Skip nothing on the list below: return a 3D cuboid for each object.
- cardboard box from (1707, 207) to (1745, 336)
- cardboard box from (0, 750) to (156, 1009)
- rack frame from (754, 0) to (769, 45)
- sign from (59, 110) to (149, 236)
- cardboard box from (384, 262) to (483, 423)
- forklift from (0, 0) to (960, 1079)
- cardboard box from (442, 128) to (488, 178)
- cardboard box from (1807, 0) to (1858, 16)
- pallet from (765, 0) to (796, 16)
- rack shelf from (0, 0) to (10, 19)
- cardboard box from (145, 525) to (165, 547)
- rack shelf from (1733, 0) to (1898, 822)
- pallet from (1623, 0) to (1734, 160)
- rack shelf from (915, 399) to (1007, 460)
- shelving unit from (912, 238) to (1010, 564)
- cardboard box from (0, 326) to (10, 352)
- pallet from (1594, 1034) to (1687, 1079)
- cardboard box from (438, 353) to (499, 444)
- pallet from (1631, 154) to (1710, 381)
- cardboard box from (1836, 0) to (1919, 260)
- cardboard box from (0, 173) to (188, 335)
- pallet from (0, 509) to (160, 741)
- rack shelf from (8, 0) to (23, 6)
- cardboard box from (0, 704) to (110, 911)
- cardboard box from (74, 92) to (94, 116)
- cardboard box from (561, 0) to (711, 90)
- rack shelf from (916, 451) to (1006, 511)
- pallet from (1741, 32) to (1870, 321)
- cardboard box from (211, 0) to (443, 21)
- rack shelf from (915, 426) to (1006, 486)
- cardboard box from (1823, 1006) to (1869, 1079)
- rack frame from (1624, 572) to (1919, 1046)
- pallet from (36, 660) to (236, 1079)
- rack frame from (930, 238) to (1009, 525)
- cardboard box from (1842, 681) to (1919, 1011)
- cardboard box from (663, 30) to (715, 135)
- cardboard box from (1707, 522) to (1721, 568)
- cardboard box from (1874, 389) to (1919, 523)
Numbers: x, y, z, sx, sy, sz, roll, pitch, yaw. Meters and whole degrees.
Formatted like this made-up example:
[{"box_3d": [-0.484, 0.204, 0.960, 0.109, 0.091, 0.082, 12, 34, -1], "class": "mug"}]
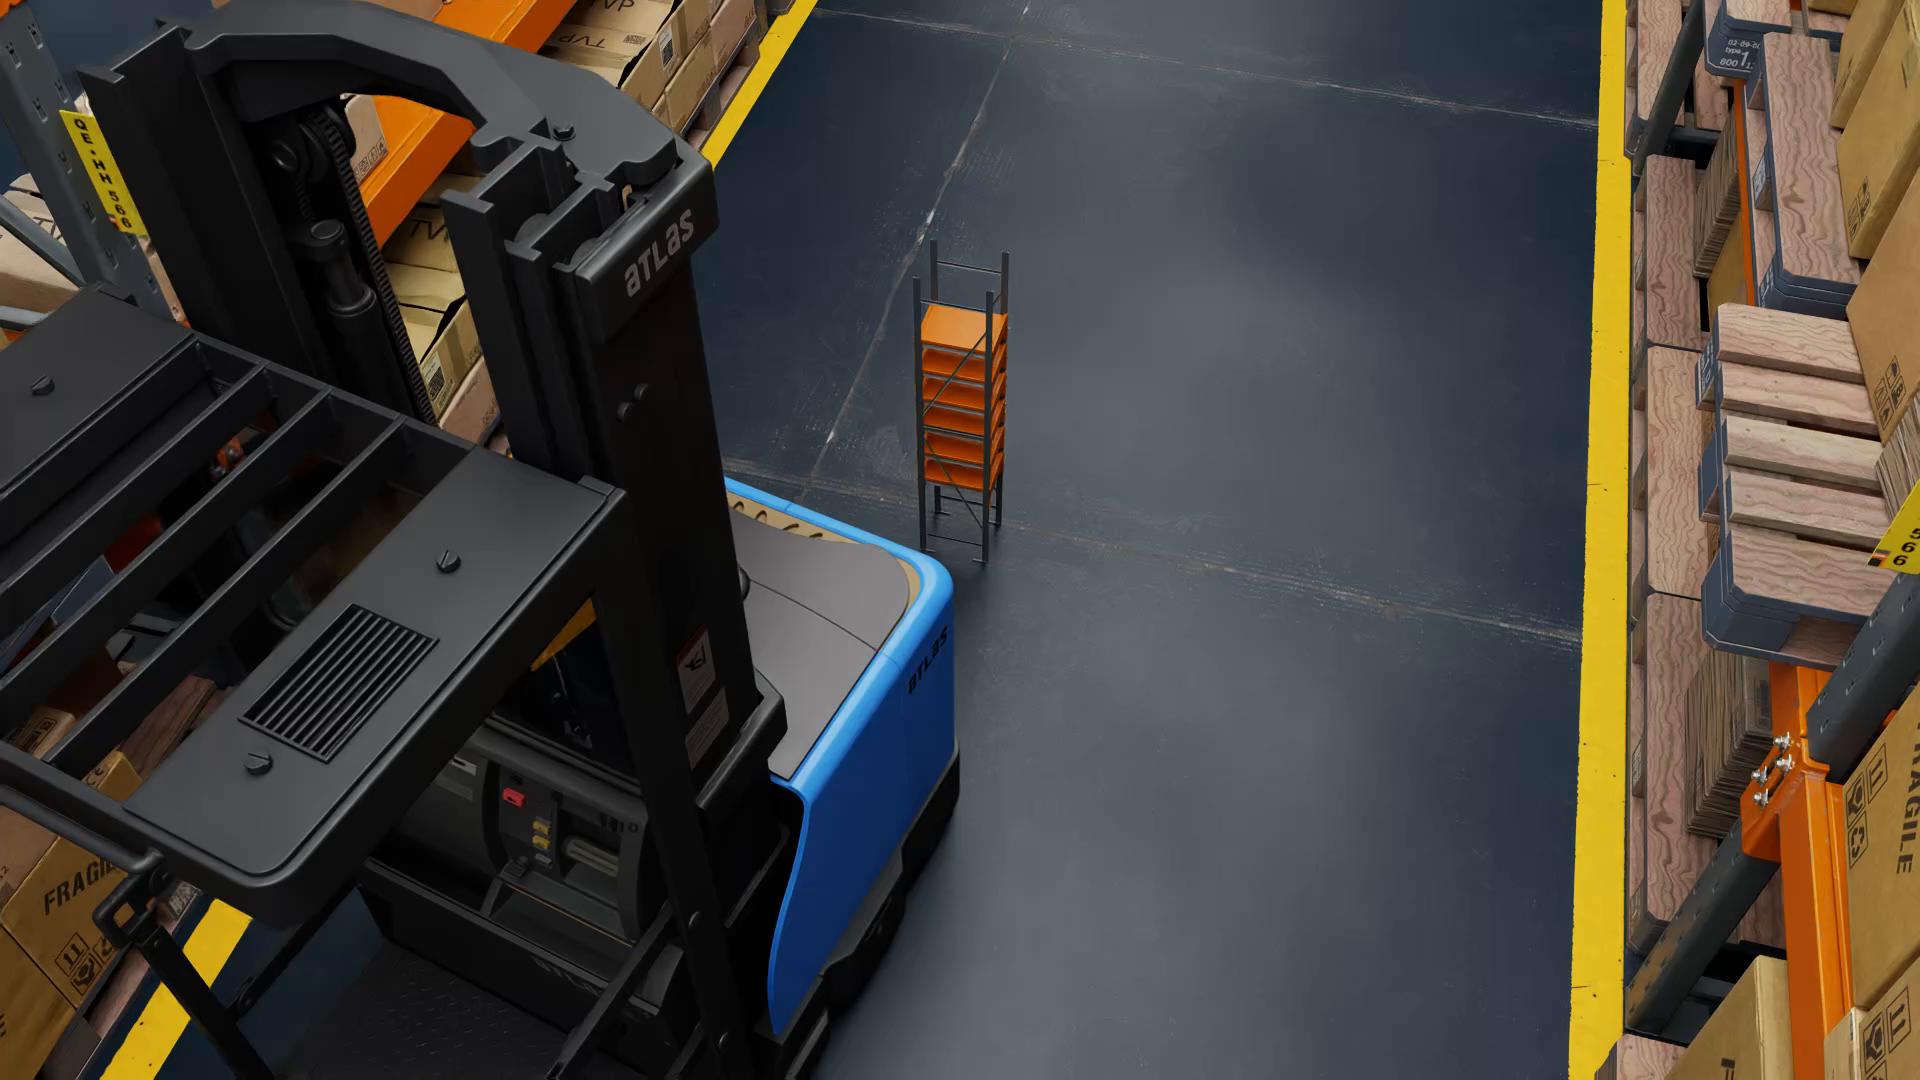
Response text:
[{"box_3d": [3.109, -0.886, 5.905, 0.700, 0.500, 0.500, 11, 49, 9], "class": "cardboard box"}, {"box_3d": [-2.478, 0.836, 4.385, 0.500, 0.500, 0.500, 13, 50, 12], "class": "cardboard box"}, {"box_3d": [-1.406, -3.462, 6.805, 1.000, 3.000, 0.127, 12, 50, 10], "class": "rack frame"}, {"box_3d": [-1.933, -0.825, 3.758, 0.100, 0.325, 0.005, 12, 50, 10], "class": "sign"}, {"box_3d": [-1.907, -0.686, 5.534, 0.500, 0.311, 0.500, 10, 49, 9], "class": "cardboard box"}, {"box_3d": [-1.121, 0.626, 3.243, 1.130, 2.935, 3.031, 21, 52, 18], "class": "forklift"}, {"box_3d": [-1.636, -1.426, 6.188, 0.500, 0.311, 0.500, 11, 49, 10], "class": "cardboard box"}, {"box_3d": [3.053, -1.901, 5.067, 0.700, 0.500, 0.500, 16, 51, 14], "class": "cardboard box"}, {"box_3d": [-1.156, -3.106, 8.350, 1.003, 0.211, 1.213, 12, 50, 10], "class": "pallet"}, {"box_3d": [-2.985, 0.124, 2.119, 1.077, 0.370, 4.000, 12, 50, 10], "class": "rack shelf"}, {"box_3d": [-2.555, -0.226, 5.503, 0.500, 0.250, 0.500, 13, 50, 11], "class": "cardboard box"}, {"box_3d": [2.848, -0.802, 4.937, 1.077, 0.370, 4.000, 12, 50, 10], "class": "rack shelf"}, {"box_3d": [3.517, -2.057, 7.425, 1.003, 0.211, 1.213, 12, 50, 10], "class": "pallet"}, {"box_3d": [0.004, -0.378, 5.343, 0.258, 0.103, 0.180, 12, 50, 10], "class": "rack shelf"}, {"box_3d": [0.004, -0.407, 5.309, 0.258, 1.200, 0.189, 12, 50, 10], "class": "shelving unit"}, {"box_3d": [-2.516, -0.263, 3.634, 0.700, 0.500, 0.500, -3, 49, -3], "class": "cardboard box"}, {"box_3d": [2.041, 1.885, 3.946, 1.003, 0.211, 1.213, 12, 50, 10], "class": "pallet"}, {"box_3d": [-1.906, -0.482, 5.729, 0.500, 0.250, 0.500, 10, 49, 9], "class": "cardboard box"}, {"box_3d": [3.171, -1.001, 6.492, 1.003, 0.211, 1.213, 12, 50, 10], "class": "pallet"}, {"box_3d": [2.742, -1.020, 4.289, 0.700, 0.500, 0.500, 12, 50, 10], "class": "cardboard box"}, {"box_3d": [-2.321, -0.793, 4.509, 0.500, 0.311, 0.500, 14, 50, 12], "class": "cardboard box"}, {"box_3d": [-2.569, -0.001, 3.878, 1.213, 0.211, 1.003, 12, 50, 10], "class": "pallet"}, {"box_3d": [-1.932, -2.770, 4.673, 1.077, 0.370, 4.000, 12, 50, 10], "class": "rack shelf"}, {"box_3d": [-2.489, 0.629, 4.068, 0.500, 0.250, 0.500, 13, 50, 11], "class": "cardboard box"}, {"box_3d": [-2.488, -1.190, 4.968, 0.380, 0.149, 0.250, 12, 50, 10], "class": "cardboard box"}, {"box_3d": [-1.367, -2.149, 6.826, 0.500, 0.311, 0.500, 13, 50, 11], "class": "cardboard box"}, {"box_3d": [0.004, -0.219, 5.523, 0.258, 0.103, 0.180, 12, 50, 10], "class": "rack shelf"}, {"box_3d": [2.803, -0.970, 4.733, 1.003, 0.211, 1.213, 12, 50, 10], "class": "pallet"}, {"box_3d": [-2.033, -1.818, 5.288, 0.500, 0.500, 0.500, 9, 49, 8], "class": "cardboard box"}, {"box_3d": [0.004, -0.299, 5.433, 0.258, 0.103, 0.180, 12, 50, 10], "class": "rack shelf"}, {"box_3d": [1.785, 1.031, 2.993, 0.380, 0.149, 0.250, 13, 50, 11], "class": "cardboard box"}, {"box_3d": [2.321, 0.406, 3.391, 1.000, 3.000, 0.127, 12, 50, 10], "class": "rack frame"}, {"box_3d": [-2.692, 0.887, 4.827, 1.003, 0.211, 1.213, 12, 50, 10], "class": "pallet"}, {"box_3d": [0.028, -0.474, 5.368, 0.240, 1.200, 0.006, 12, 50, 10], "class": "rack frame"}, {"box_3d": [1.947, 0.569, 2.969, 0.500, 0.500, 0.500, 13, 50, 11], "class": "cardboard box"}, {"box_3d": [-1.370, -1.968, 7.040, 0.500, 0.250, 0.500, 11, 49, 9], "class": "cardboard box"}, {"box_3d": [2.812, -0.158, 5.262, 0.700, 0.500, 0.500, 11, 50, 10], "class": "cardboard box"}, {"box_3d": [2.435, -0.114, 3.490, 0.700, 0.500, 0.500, 6, 49, 6], "class": "cardboard box"}]
